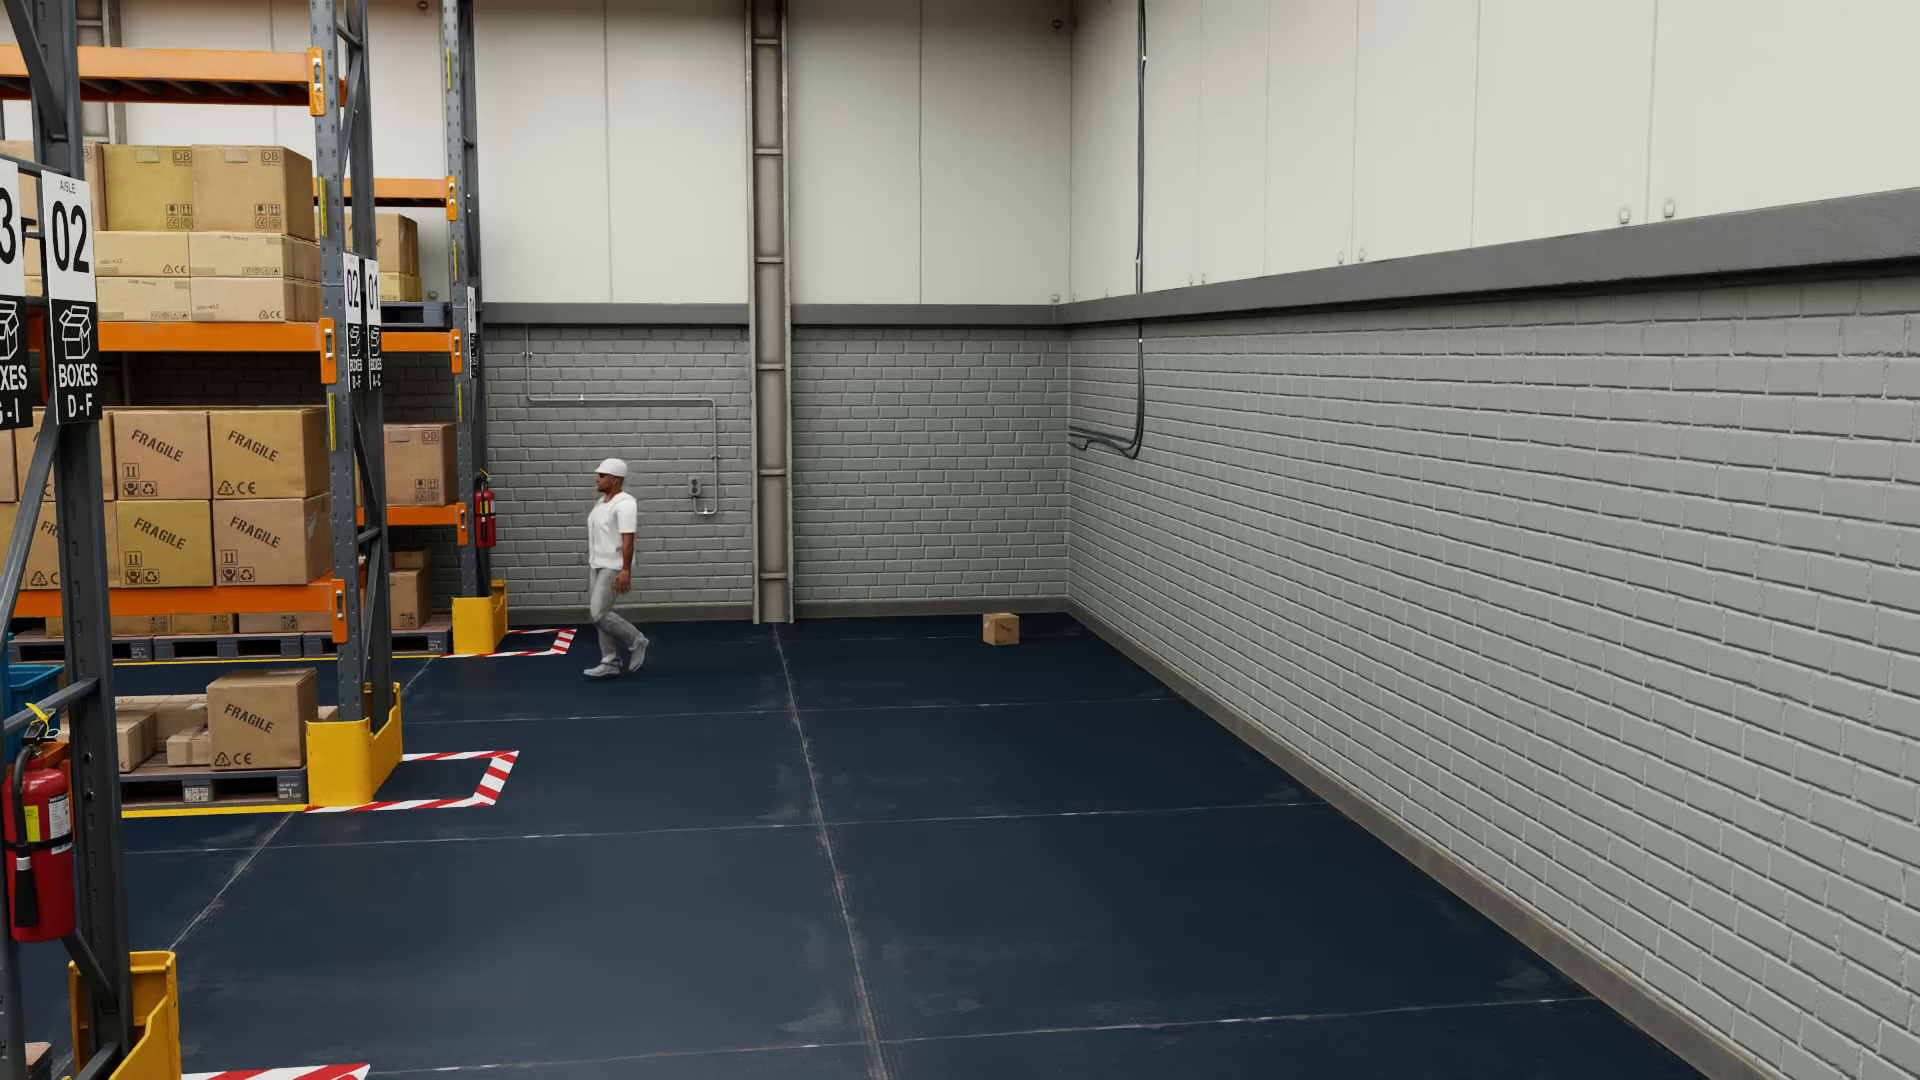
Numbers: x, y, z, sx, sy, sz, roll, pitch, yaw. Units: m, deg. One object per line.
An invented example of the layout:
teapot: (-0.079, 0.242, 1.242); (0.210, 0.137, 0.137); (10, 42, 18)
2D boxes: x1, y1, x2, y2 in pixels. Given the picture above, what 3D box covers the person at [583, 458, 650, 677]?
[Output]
person: (-2.790, 0.222, 13.379); (0.510, 1.757, 0.598); (-5, 8, -35)
